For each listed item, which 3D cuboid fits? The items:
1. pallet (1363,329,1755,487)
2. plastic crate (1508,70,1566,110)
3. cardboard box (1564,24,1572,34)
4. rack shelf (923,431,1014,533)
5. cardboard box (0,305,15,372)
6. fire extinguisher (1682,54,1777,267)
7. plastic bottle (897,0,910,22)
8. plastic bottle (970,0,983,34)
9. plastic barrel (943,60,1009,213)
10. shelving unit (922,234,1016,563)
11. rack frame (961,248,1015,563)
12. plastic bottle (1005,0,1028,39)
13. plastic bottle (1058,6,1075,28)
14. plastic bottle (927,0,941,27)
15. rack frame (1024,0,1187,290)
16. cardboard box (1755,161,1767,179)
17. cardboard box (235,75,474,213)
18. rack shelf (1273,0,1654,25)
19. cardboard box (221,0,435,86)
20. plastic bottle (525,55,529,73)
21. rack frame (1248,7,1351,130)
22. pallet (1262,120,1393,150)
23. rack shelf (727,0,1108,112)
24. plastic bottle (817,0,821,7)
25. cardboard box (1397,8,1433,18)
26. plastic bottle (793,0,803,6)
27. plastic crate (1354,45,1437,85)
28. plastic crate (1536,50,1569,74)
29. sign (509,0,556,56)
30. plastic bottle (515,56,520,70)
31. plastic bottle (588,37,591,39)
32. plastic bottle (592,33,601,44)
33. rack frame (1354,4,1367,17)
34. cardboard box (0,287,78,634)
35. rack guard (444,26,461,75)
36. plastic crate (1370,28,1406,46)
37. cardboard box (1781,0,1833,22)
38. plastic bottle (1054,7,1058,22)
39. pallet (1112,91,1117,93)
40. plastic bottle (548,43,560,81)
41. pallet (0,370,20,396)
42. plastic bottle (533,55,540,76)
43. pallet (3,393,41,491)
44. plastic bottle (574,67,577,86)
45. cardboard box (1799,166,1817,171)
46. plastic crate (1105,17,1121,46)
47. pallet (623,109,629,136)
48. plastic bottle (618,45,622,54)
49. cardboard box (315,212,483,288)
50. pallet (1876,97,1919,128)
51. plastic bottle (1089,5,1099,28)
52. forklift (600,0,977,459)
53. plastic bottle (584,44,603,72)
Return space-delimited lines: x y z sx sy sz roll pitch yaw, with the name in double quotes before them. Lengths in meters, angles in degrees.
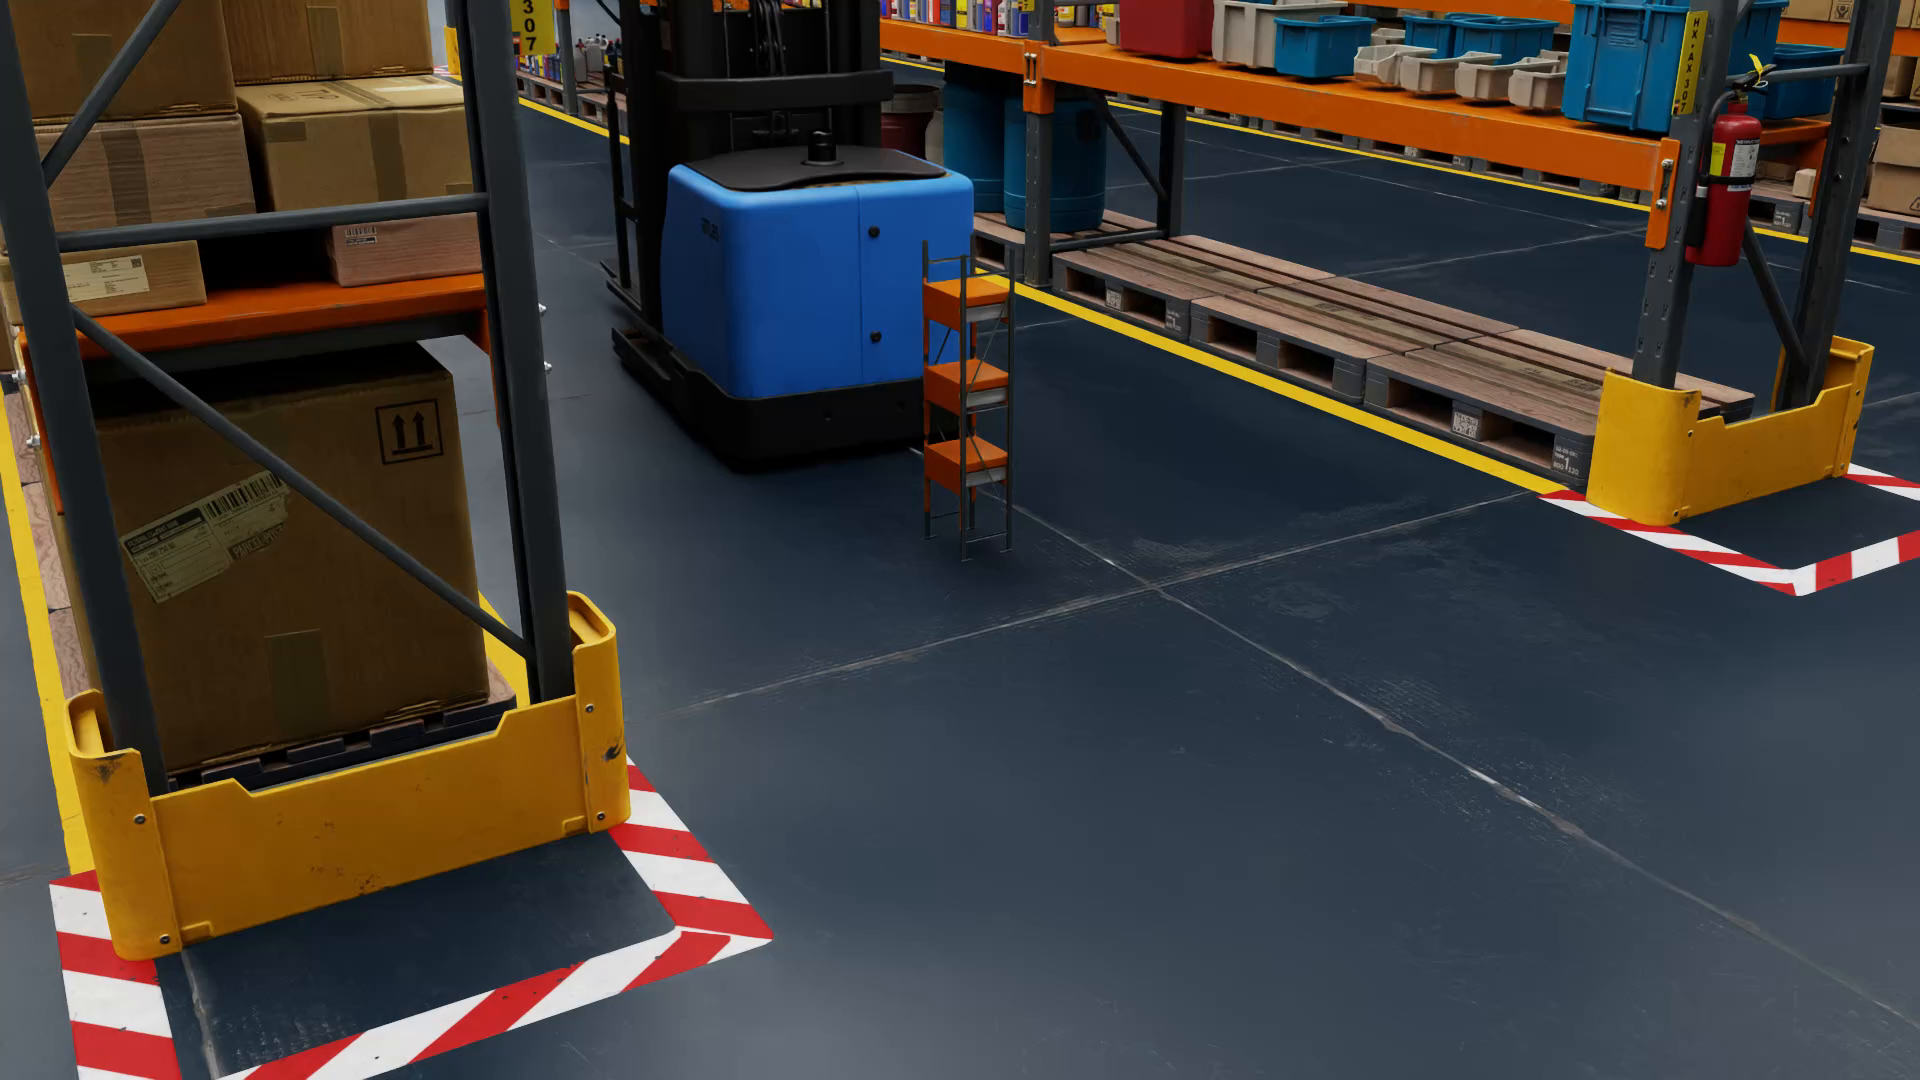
"pallet" 2.475 -0.584 6.968 1.003 0.211 1.213 -13 25 -28
"plastic crate" 2.290 -1.736 6.370 0.396 0.136 0.243 -13 25 -28
"cardboard box" 6.881 -5.365 17.764 0.700 0.500 0.500 -12 25 -27
"rack shelf" 0.027 -0.202 5.680 0.215 0.259 0.240 -13 25 -28
"cardboard box" -3.783 -1.357 7.430 1.225 0.875 0.875 -13 25 -28
"fire extinguisher" 2.549 -1.256 5.517 0.296 0.674 0.183 -13 25 -28
"plastic bottle" -0.291 -3.304 10.122 0.152 0.276 0.135 -13 25 -28
"plastic bottle" 0.154 -3.022 9.428 0.152 0.276 0.135 -13 25 -28
"plastic barrel" 0.194 -2.527 10.274 0.600 0.901 0.708 -13 25 -28
"shelving unit" 0.027 -0.469 5.571 0.215 1.050 0.252 -13 25 -28
"rack frame" 0.090 -0.430 5.474 0.200 1.050 0.008 -13 25 -28
"plastic bottle" 0.340 -2.904 9.137 0.152 0.276 0.135 -13 25 -28
"plastic bottle" 0.626 -3.116 9.757 0.097 0.201 0.097 0 22 0
"plastic bottle" -0.104 -3.186 9.830 0.152 0.276 0.135 -13 25 -28
"rack frame" 0.819 -2.896 8.953 1.000 3.000 0.127 -13 25 -28
"cardboard box" 5.108 -2.628 11.281 0.500 0.311 0.500 -13 25 -28
"cardboard box" -1.408 -0.924 3.906 0.500 0.250 0.500 -13 26 -30
"rack shelf" 4.058 -4.162 13.022 1.077 0.370 4.000 -13 25 -28
"cardboard box" -1.664 -1.433 4.163 0.500 0.500 0.500 -13 26 -30
"plastic bottle" -4.375 -4.866 16.931 0.097 0.201 0.097 0 22 0
"rack frame" 3.036 -5.142 14.480 1.000 3.000 0.127 -13 25 -28
"pallet" 3.385 -3.602 14.392 1.003 0.211 1.213 -13 25 -28
"rack shelf" -0.202 -3.210 10.681 1.077 0.370 4.000 -13 25 -28
"plastic bottle" -0.897 -3.658 10.983 0.061 0.283 0.133 -13 25 -28
"cardboard box" 5.640 -6.202 19.822 0.700 0.500 0.500 -12 25 -26
"plastic bottle" -1.044 -3.781 11.296 0.152 0.276 0.135 -13 25 -28
"plastic crate" 1.824 -2.010 7.044 0.298 0.136 0.250 -13 25 -28
"plastic crate" 2.580 -1.989 6.993 0.250 0.136 0.298 -13 25 -28
"sign" -0.915 -1.191 3.504 0.100 0.325 0.005 -13 25 -28
"plastic bottle" -4.552 -5.002 17.158 0.061 0.283 0.133 -12 25 -27
"plastic bottle" -3.920 -5.182 17.599 0.061 0.283 0.133 -12 25 -27
"plastic bottle" -3.731 -5.062 17.217 0.144 0.351 0.185 -11 25 -26
"rack frame" 5.250 -7.391 20.013 1.000 3.000 0.127 -13 25 -28
"cardboard box" -2.256 -0.345 4.941 0.875 0.875 0.875 -13 25 -28
"rack guard" -5.231 -5.607 18.942 1.175 0.500 0.348 -13 25 -28
"plastic crate" 1.967 -2.296 7.747 0.293 0.136 0.466 -13 25 -28
"cardboard box" 5.370 -3.511 10.334 0.500 0.500 0.500 -12 25 -27
"plastic bottle" 0.588 -3.251 10.091 0.097 0.201 0.097 0 22 0
"pallet" 1.403 -4.915 17.622 1.003 0.211 1.213 -13 25 -28
"plastic bottle" -3.942 -4.678 16.270 0.144 0.351 0.185 -14 26 -31
"pallet" -3.898 -0.887 7.713 1.003 0.211 1.213 -13 25 -28
"plastic bottle" -4.186 -4.801 16.672 0.152 0.276 0.135 -12 25 -27
"pallet" -3.117 -0.390 6.492 1.003 0.211 1.213 -13 25 -28
"plastic bottle" -3.720 -4.451 15.910 0.097 0.201 0.097 0 22 0
"cardboard box" 5.858 -2.491 11.158 0.380 0.149 0.250 -13 25 -28
"plastic crate" 0.934 -2.624 8.553 0.396 0.136 0.243 -13 25 -28
"pallet" -2.205 -3.552 14.270 1.003 0.211 1.213 -13 25 -28
"plastic bottle" -3.323 -4.804 16.580 0.144 0.351 0.185 -12 25 -27
"cardboard box" -1.293 -0.711 3.910 0.380 0.149 0.250 -12 25 -28
"pallet" 8.877 -3.745 14.745 1.003 0.211 1.213 -13 25 -28
"plastic bottle" 0.806 -3.146 9.738 0.097 0.271 0.097 0 22 0
"forklift" -0.998 -2.189 7.304 1.130 2.935 3.031 -10 24 -22
"plastic bottle" -3.751 -4.931 16.992 0.152 0.276 0.135 -13 25 -28
